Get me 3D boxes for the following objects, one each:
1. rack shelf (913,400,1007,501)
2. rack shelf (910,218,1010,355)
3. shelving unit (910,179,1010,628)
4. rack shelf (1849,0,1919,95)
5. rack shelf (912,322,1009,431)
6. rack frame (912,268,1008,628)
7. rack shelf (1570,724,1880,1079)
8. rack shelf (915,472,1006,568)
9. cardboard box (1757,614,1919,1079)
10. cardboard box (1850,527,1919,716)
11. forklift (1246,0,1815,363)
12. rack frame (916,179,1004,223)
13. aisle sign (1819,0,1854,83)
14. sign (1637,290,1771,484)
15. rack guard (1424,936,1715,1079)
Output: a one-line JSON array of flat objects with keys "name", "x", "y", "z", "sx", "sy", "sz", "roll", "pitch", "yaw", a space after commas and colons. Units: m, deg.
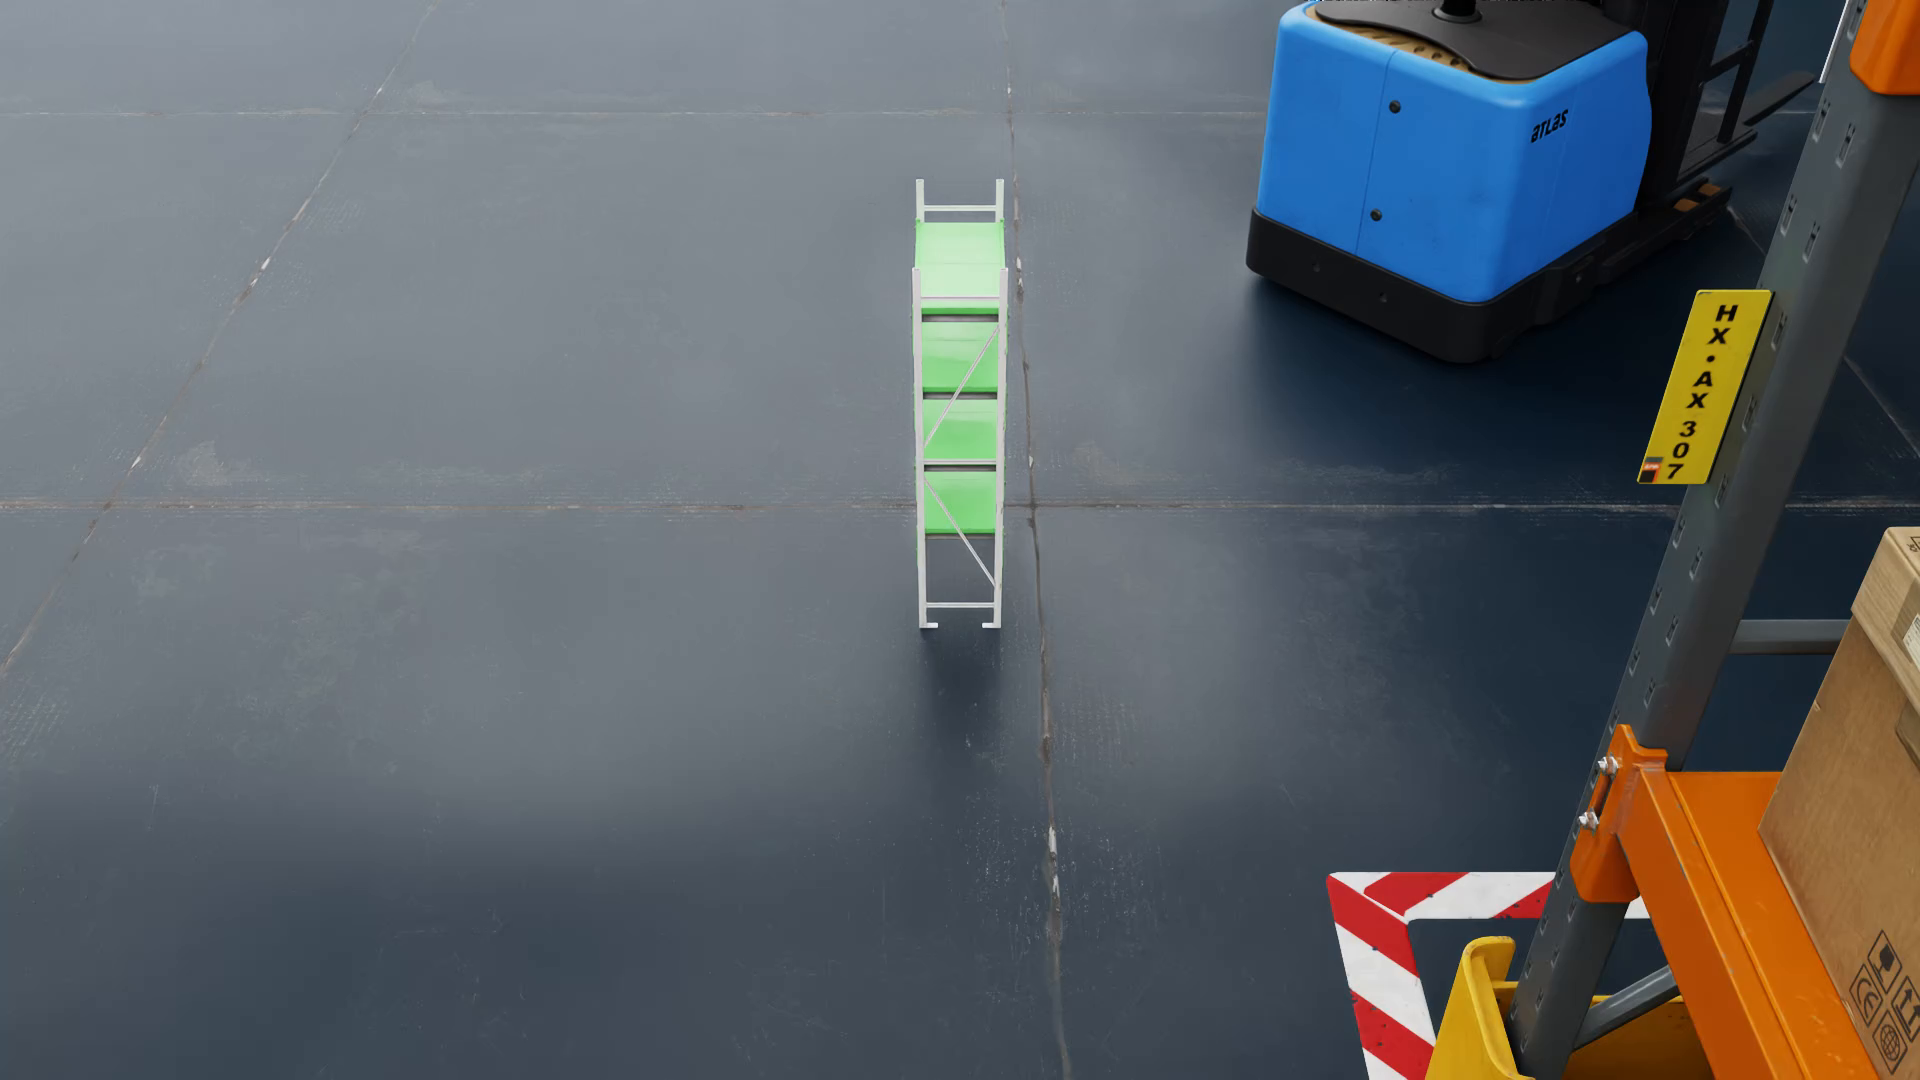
[{"name": "rack shelf", "x": 0.000, "y": -0.315, "z": 4.786, "sx": 0.258, "sy": 0.148, "sz": 0.480, "roll": 0, "pitch": 39, "yaw": 0}, {"name": "rack shelf", "x": 0.000, "y": -0.689, "z": 4.485, "sx": 0.258, "sy": 0.148, "sz": 0.480, "roll": 0, "pitch": 39, "yaw": 0}, {"name": "shelving unit", "x": 0.000, "y": -0.365, "z": 4.746, "sx": 0.258, "sy": 1.200, "sz": 0.503, "roll": 0, "pitch": 39, "yaw": 0}, {"name": "rack shelf", "x": 1.609, "y": 0.521, "z": 0.377, "sx": 1.077, "sy": 0.370, "sz": 4.000, "roll": 0, "pitch": 39, "yaw": 0}, {"name": "rack shelf", "x": 0.000, "y": -0.502, "z": 4.635, "sx": 0.258, "sy": 0.148, "sz": 0.480, "roll": 0, "pitch": 39, "yaw": 0}, {"name": "rack frame", "x": 0.000, "y": -0.212, "z": 4.555, "sx": 0.240, "sy": 1.200, "sz": 0.015, "roll": 0, "pitch": 39, "yaw": 0}, {"name": "rack shelf", "x": 1.609, "y": 1.692, "z": 1.315, "sx": 1.077, "sy": 0.370, "sz": 4.000, "roll": 0, "pitch": 39, "yaw": 0}, {"name": "rack shelf", "x": 0.000, "y": -0.128, "z": 4.936, "sx": 0.258, "sy": 0.148, "sz": 0.480, "roll": 0, "pitch": 39, "yaw": 0}, {"name": "cardboard box", "x": 1.595, "y": 0.413, "z": 2.255, "sx": 0.700, "sy": 0.500, "sz": 0.500, "roll": 0, "pitch": 39, "yaw": 0}, {"name": "cardboard box", "x": 1.392, "y": 0.114, "z": 2.111, "sx": 0.380, "sy": 0.149, "sz": 0.250, "roll": 0, "pitch": 39, "yaw": 0}, {"name": "forklift", "x": 2.533, "y": -2.575, "z": 6.119, "sx": 3.031, "sy": 2.935, "sz": 1.130, "roll": -30, "pitch": 48, "yaw": -32}, {"name": "rack frame", "x": 0.000, "y": -0.517, "z": 4.936, "sx": 0.240, "sy": 1.200, "sz": 0.015, "roll": 0, "pitch": 39, "yaw": 0}, {"name": "aisle sign", "x": 1.301, "y": -0.895, "z": 1.889, "sx": 0.394, "sy": 0.787, "sz": 0.004, "roll": 0, "pitch": 39, "yaw": 0}, {"name": "sign", "x": 1.052, "y": -0.212, "z": 2.360, "sx": 0.100, "sy": 0.325, "sz": 0.005, "roll": 0, "pitch": 39, "yaw": 0}, {"name": "rack guard", "x": 1.607, "y": 1.121, "z": 3.451, "sx": 1.175, "sy": 0.500, "sz": 0.348, "roll": 0, "pitch": 39, "yaw": 0}]
